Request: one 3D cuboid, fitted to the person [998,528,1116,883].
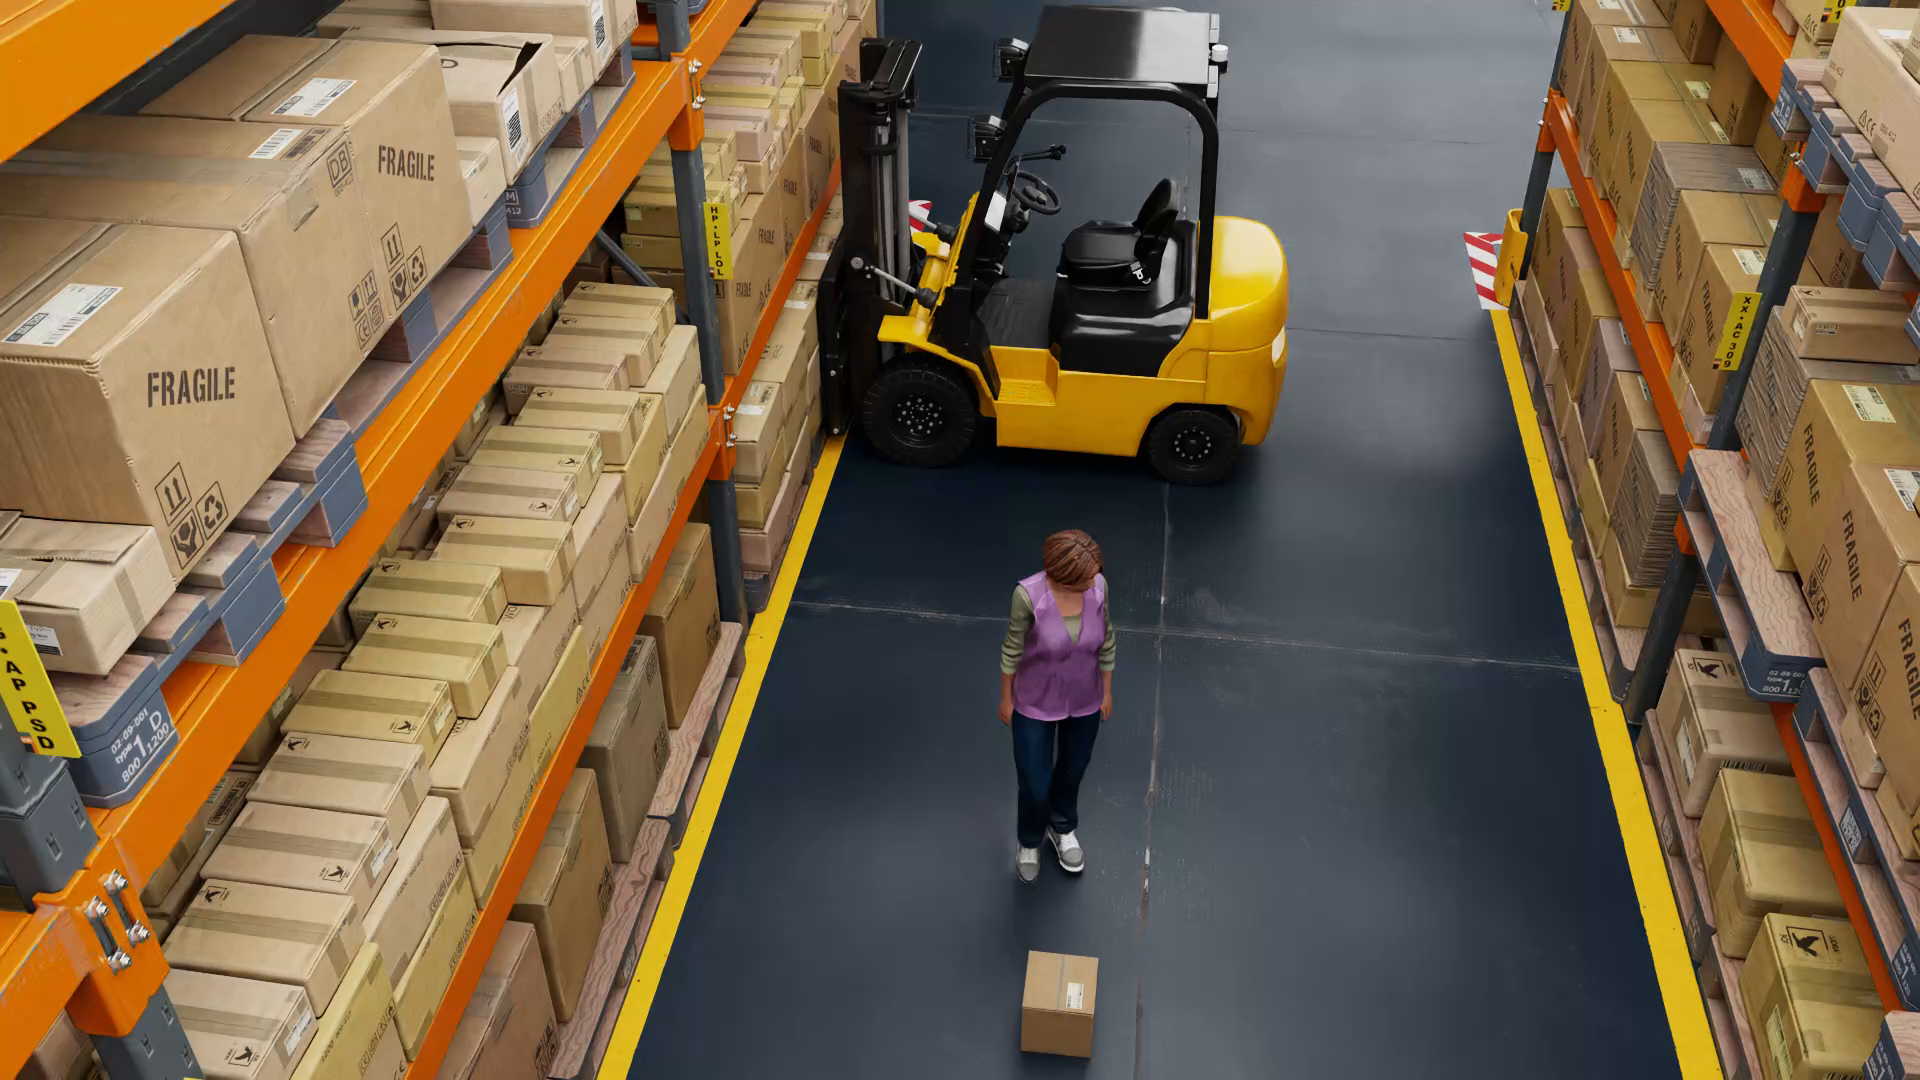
[{"bbox_3d":[0.384,0.648,6.188,0.437,1.631,0.348,-12,38,-15],"label":"person"}]
